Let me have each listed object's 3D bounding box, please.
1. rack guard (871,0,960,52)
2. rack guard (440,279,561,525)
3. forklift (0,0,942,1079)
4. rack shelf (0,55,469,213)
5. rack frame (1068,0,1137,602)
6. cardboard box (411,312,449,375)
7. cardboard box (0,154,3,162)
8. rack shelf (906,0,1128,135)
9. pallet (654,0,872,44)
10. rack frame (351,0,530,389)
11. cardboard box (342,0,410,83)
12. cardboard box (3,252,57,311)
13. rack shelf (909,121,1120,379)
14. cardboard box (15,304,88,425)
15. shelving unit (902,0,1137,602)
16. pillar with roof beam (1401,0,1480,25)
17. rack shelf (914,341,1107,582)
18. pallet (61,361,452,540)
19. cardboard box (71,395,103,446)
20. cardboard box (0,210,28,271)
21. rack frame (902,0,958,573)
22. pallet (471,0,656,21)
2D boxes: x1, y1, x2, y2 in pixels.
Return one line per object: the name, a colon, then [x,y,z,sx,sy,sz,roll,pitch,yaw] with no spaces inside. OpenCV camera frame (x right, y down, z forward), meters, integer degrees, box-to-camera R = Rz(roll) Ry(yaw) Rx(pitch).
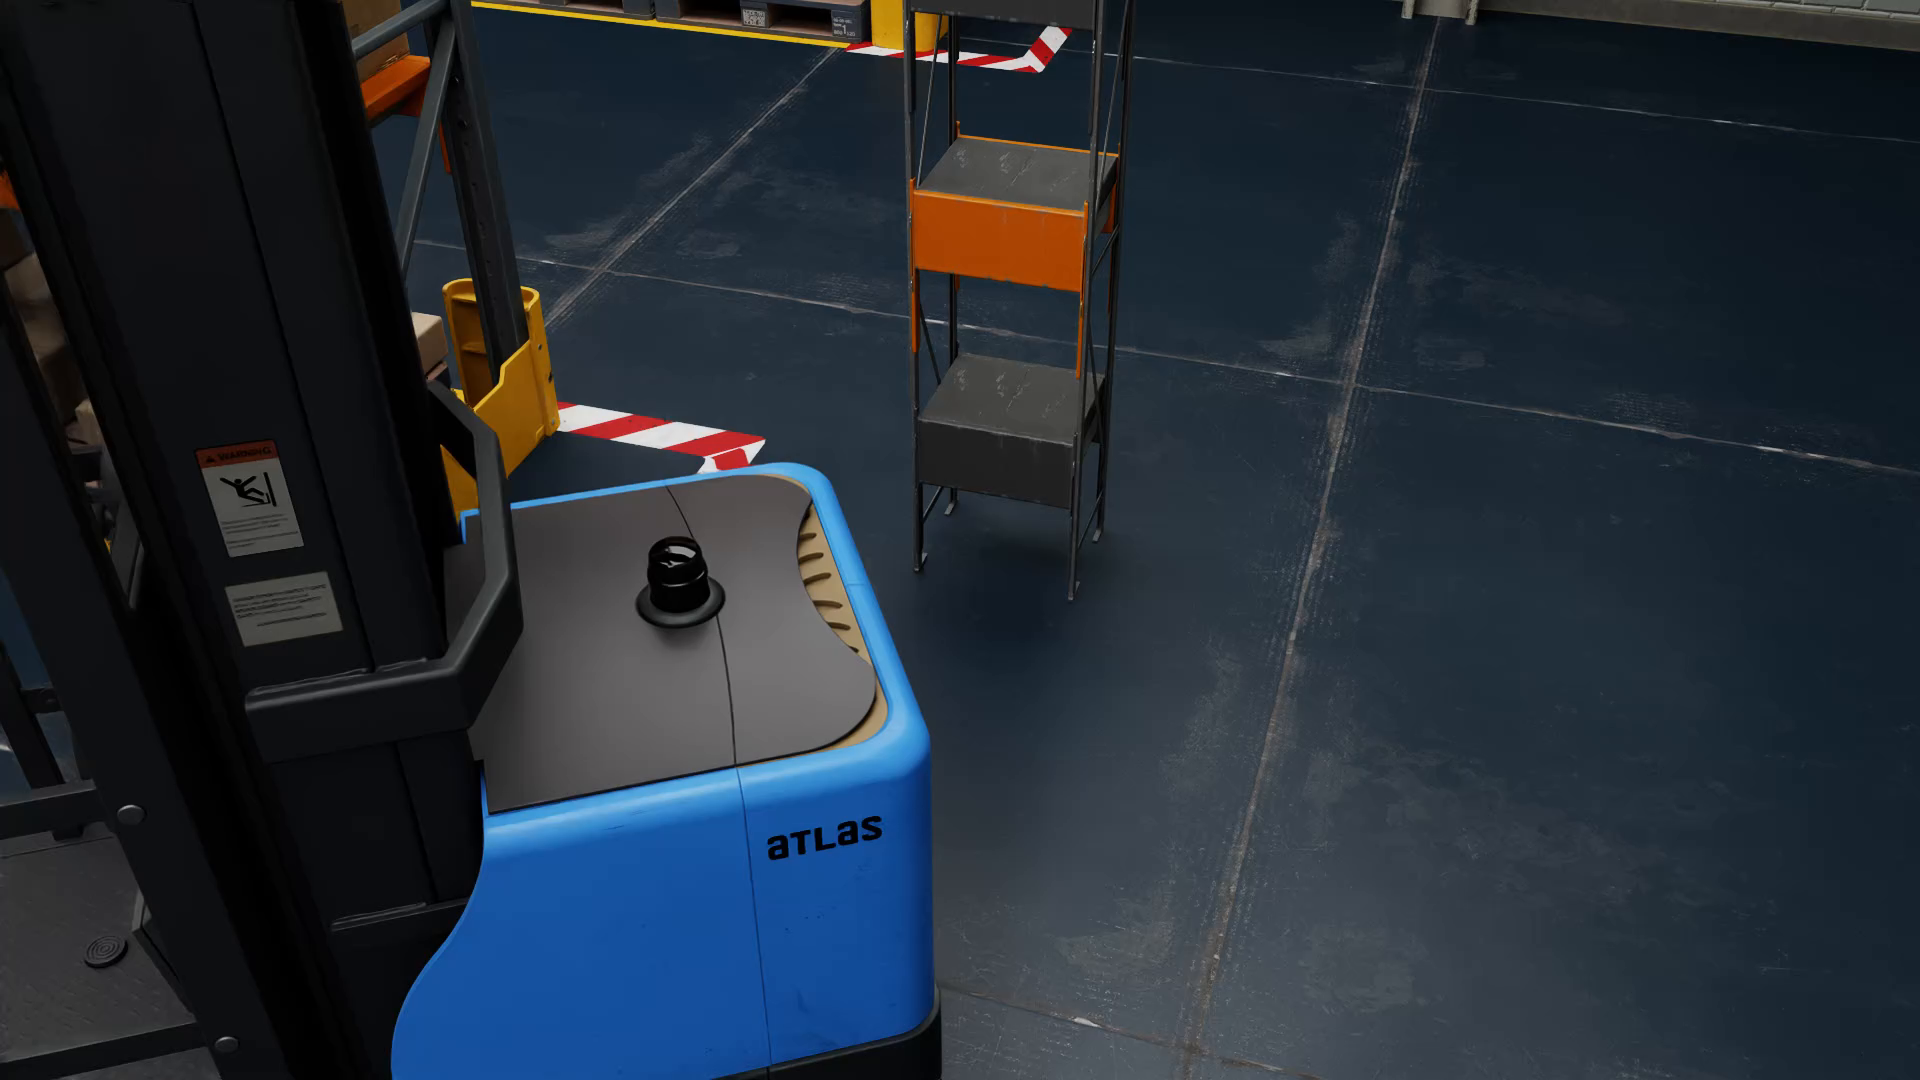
rack guard: [-0.146,-3.114,9.059,0.348,0.500,1.175,10,38,14]
rack guard: [-1.715,-0.328,5.274,0.348,0.500,1.175,10,38,14]
forklift: [-1.615,0.009,2.765,3.031,2.935,1.130,-10,37,-13]
rack shelf: [-3.551,-1.385,5.209,4.000,0.370,1.077,10,38,14]
rack frame: [0.391,-0.773,4.529,0.015,2.100,0.400,10,38,14]
cardboard box: [-1.940,-0.619,5.595,0.250,0.149,0.380,10,38,14]
cardboard box: [-2.647,-1.377,4.506,0.500,0.500,0.500,11,38,14]
rack shelf: [0.158,-1.369,4.181,0.480,0.518,0.431,10,38,14]
pallet: [-0.955,-3.099,9.283,1.213,0.211,1.003,10,38,14]
rack frame: [-1.642,-1.322,4.515,0.127,3.000,1.000,10,38,14]
cardboard box: [-1.987,-1.589,4.795,0.500,0.500,0.500,11,38,15]
cardboard box: [-3.031,-0.825,5.789,0.500,0.250,0.500,10,38,14]
rack shelf: [0.158,-0.805,4.596,0.480,0.518,0.431,10,38,14]
cardboard box: [-3.133,-0.533,5.392,0.500,0.250,0.500,10,38,14]
shelving unit: [0.158,-0.816,4.588,0.503,2.100,0.431,10,38,14]
pillar with roof beam: [1.382,-4.118,3.253,0.400,9.000,9.100,10,38,14]
rack shelf: [0.158,-0.242,5.011,0.480,0.518,0.431,10,38,14]
pallet: [-2.476,-0.352,5.551,1.213,0.211,1.003,10,38,14]
cardboard box: [-2.595,-0.437,5.332,0.250,0.166,0.380,10,38,14]
cardboard box: [-3.666,-0.871,5.638,0.637,0.503,0.797,10,38,14]
rack frame: [-0.075,-0.860,4.646,0.015,2.100,0.400,10,38,14]
pallet: [-2.116,-3.316,9.577,1.213,0.211,1.003,10,38,14]
